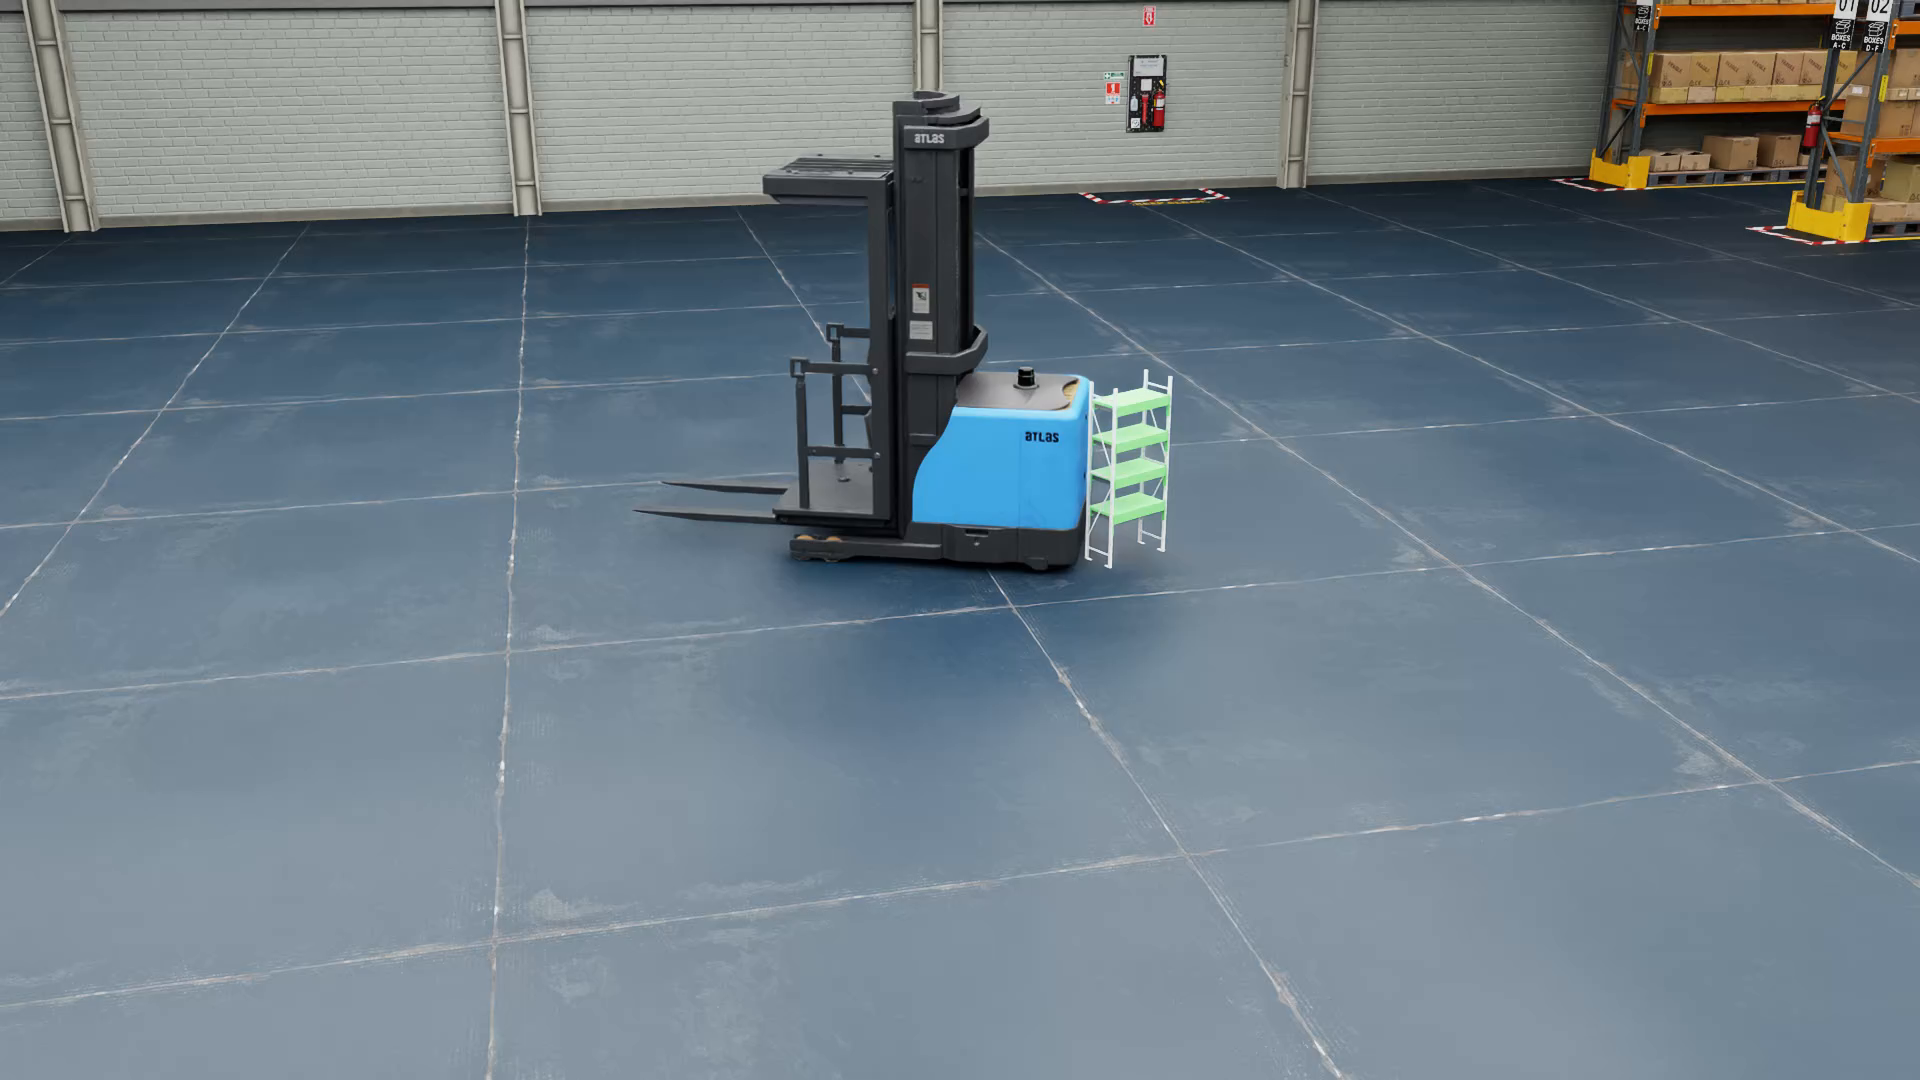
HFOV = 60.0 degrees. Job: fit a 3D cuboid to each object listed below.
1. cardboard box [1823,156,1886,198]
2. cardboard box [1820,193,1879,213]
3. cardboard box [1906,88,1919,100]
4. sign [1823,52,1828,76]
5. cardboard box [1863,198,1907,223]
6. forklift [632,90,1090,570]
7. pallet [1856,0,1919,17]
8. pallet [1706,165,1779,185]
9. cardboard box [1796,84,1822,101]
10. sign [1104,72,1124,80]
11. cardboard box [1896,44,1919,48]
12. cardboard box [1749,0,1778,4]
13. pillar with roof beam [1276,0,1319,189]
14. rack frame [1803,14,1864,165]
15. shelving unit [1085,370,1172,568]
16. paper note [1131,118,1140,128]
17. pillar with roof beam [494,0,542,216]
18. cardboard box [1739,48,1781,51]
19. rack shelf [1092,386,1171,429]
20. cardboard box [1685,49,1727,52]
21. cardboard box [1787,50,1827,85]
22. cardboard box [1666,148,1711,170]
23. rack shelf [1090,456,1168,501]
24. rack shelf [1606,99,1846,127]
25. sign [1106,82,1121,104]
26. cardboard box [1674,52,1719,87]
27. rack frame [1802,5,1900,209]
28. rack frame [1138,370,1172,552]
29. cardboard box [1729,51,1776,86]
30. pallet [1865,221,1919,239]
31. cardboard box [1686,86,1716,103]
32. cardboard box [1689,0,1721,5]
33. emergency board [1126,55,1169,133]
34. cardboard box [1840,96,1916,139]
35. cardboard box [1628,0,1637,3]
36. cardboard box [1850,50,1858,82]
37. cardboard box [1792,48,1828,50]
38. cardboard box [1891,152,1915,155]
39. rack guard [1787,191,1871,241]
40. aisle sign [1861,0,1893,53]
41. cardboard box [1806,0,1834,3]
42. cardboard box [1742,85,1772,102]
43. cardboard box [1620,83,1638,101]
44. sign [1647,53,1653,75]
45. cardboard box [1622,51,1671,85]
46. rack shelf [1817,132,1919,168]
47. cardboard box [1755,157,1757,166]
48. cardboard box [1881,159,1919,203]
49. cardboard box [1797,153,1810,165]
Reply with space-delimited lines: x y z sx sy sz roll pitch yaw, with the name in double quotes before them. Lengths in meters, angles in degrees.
"cardboard box" 12.312 -5.002 22.905 0.500 0.500 0.500 -5 21 -12
"cardboard box" 12.312 -4.649 23.032 0.500 0.250 0.500 -5 21 -12
"cardboard box" 12.546 -5.934 22.064 0.250 0.149 0.380 -5 21 -14
"sign" 11.747 -6.439 22.504 0.005 0.325 0.100 -5 21 -12
"cardboard box" 12.432 -4.476 22.558 0.500 0.250 0.500 -5 21 -12
"forklift" -0.672 -1.403 10.883 3.031 2.935 1.130 3 20 9
"pallet" 12.552 -7.016 21.874 1.213 0.211 1.003 -5 21 -12
"pallet" 12.773 -6.104 27.671 1.213 0.211 1.003 -5 21 -12
"cardboard box" 13.730 -7.339 27.178 0.500 0.250 0.500 -5 21 -12
"sign" 2.389 -7.200 25.787 0.331 0.109 0.001 -5 21 -12
"cardboard box" 12.878 -6.338 22.224 0.500 0.500 0.700 -5 21 -14
"cardboard box" 12.650 -8.789 26.413 0.500 0.500 0.500 -3 20 -9
"pillar with roof beam" 6.349 -8.505 21.450 0.400 9.000 9.100 -5 21 -12
"rack frame" 14.608 -7.576 27.635 0.127 3.000 1.000 -5 21 -12
"shelving unit" 1.095 -0.465 10.839 0.503 1.200 0.258 -16 25 -36
"paper note" 2.756 -6.542 26.093 0.142 0.148 0.016 -5 21 -12
"pillar with roof beam" -5.329 -7.556 18.858 0.400 9.000 9.100 -5 21 -12
"cardboard box" 13.112 -7.822 27.407 0.500 0.500 0.500 -4 21 -11
"rack shelf" 1.095 -0.855 10.696 0.480 0.148 0.258 -16 25 -36
"cardboard box" 12.119 -7.738 27.176 0.500 0.500 0.500 -5 21 -14
"cardboard box" 13.734 -7.685 27.031 0.500 0.500 0.500 -5 21 -13
"cardboard box" 11.964 -6.273 27.348 0.500 0.311 0.500 -3 20 -8
"rack shelf" 1.095 -0.405 10.861 0.480 0.148 0.258 -16 25 -36
"rack shelf" 12.661 -7.080 27.327 4.000 0.370 1.077 -5 21 -12
"sign" 2.383 -6.954 25.886 0.234 0.329 0.001 -5 21 -12
"cardboard box" 11.732 -7.523 26.590 0.500 0.500 0.500 -5 21 -12
"rack frame" 11.858 -5.601 22.245 0.127 3.000 1.000 -5 21 -12
"rack frame" 1.285 -0.517 10.983 0.015 1.200 0.240 -16 25 -36
"cardboard box" 12.736 -7.607 26.819 0.500 0.500 0.500 -4 20 -11
"pallet" 12.593 -4.367 22.928 1.213 0.211 1.003 -5 21 -12
"cardboard box" 11.765 -7.177 26.734 0.500 0.250 0.500 -5 21 -14
"cardboard box" 11.629 -8.697 26.162 0.500 0.500 0.500 -3 20 -9
"emergency board" 2.944 -6.947 25.917 0.643 1.169 0.194 -5 21 -12
"cardboard box" 12.316 -5.681 22.317 0.500 0.500 0.700 -5 21 -12
"cardboard box" 11.063 -8.842 26.556 0.500 0.500 0.500 -3 20 -9
"cardboard box" 15.111 -7.858 27.621 0.500 0.500 0.700 -5 21 -12
"cardboard box" 14.102 -7.900 27.618 0.500 0.500 0.500 -5 21 -14
"cardboard box" 15.811 -6.730 28.321 0.500 0.500 0.700 -5 21 -14
"rack guard" 11.835 -4.426 22.670 0.348 0.500 1.175 -5 21 -12
"aisle sign" 11.865 -6.714 21.504 0.004 0.787 0.394 -5 21 -12
"cardboard box" 13.678 -8.882 26.666 0.500 0.500 0.500 -6 21 -17
"cardboard box" 12.754 -7.254 26.946 0.500 0.250 0.500 -4 21 -12
"cardboard box" 11.125 -7.300 27.071 0.500 0.250 0.500 -4 21 -12
"sign" 10.840 -7.484 26.126 0.005 0.325 0.100 -5 21 -12
"cardboard box" 11.125 -7.659 26.960 0.500 0.500 0.500 -5 21 -13
"rack shelf" 13.805 -5.422 22.801 4.000 0.370 1.077 -5 21 -12
"cardboard box" 13.046 -6.324 27.723 0.250 0.149 0.380 -6 21 -17
"cardboard box" 12.918 -4.868 22.539 0.500 0.500 0.500 -5 21 -12
"cardboard box" 14.094 -6.400 27.904 0.250 0.166 0.380 -7 21 -20
